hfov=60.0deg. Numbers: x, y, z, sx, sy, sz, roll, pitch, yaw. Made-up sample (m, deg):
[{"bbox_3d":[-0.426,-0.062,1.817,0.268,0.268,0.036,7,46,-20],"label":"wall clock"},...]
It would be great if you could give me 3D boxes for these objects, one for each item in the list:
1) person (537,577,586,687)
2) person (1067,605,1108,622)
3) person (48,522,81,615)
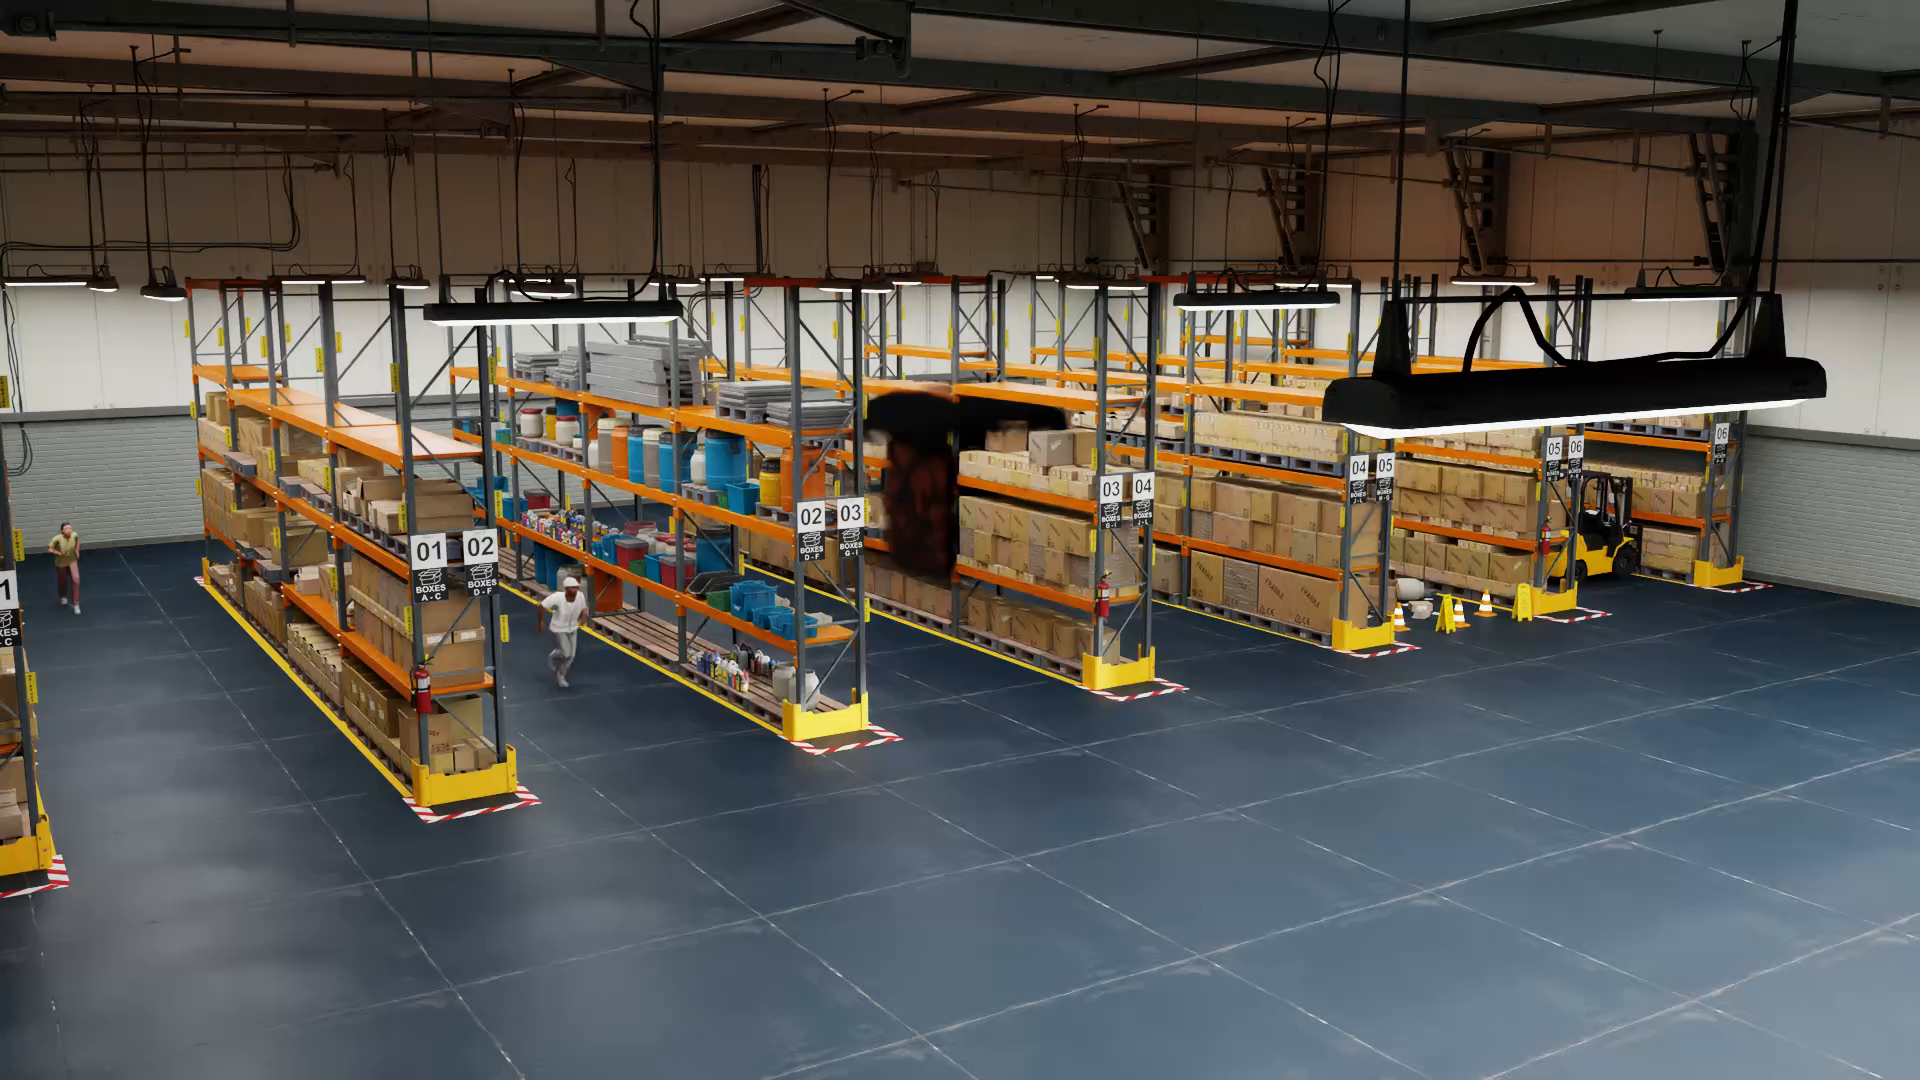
[{"bbox_3d":[-5.915,1.368,24.895,0.731,1.685,0.703,9,13,43],"label":"person"},{"bbox_3d":[2.183,0.486,28.986,1.033,1.780,0.668,8,12,39],"label":"person"},{"bbox_3d":[-16.286,0.478,30.269,0.571,1.670,1.036,-8,12,-39],"label":"person"}]
